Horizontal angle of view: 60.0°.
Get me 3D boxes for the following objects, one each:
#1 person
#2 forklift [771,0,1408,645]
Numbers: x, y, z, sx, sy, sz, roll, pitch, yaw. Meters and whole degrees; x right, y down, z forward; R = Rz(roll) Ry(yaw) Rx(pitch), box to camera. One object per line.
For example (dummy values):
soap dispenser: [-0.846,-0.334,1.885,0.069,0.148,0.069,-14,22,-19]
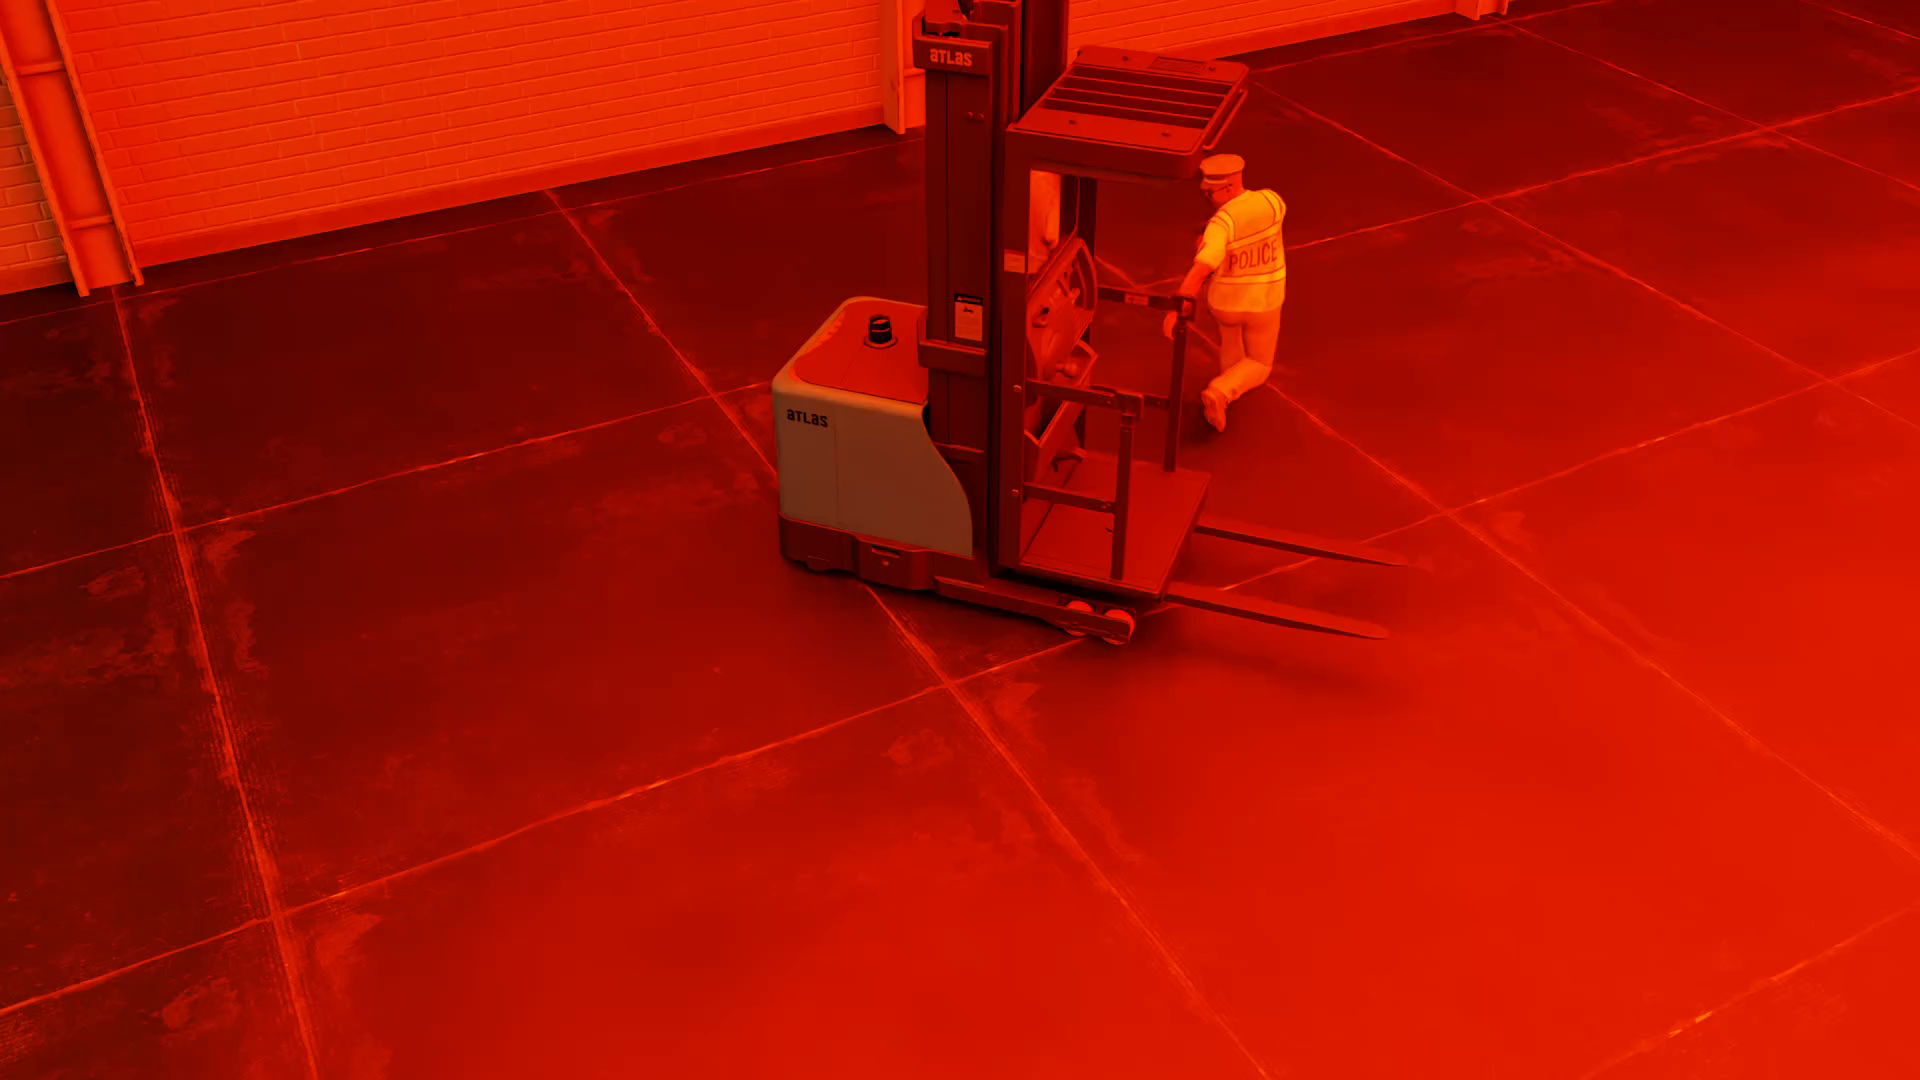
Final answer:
person: [1.501,-1.399,9.388,0.650,1.526,0.908,6,36,9]
forklift: [0.658,-1.045,7.601,3.031,2.935,1.130,12,37,16]
